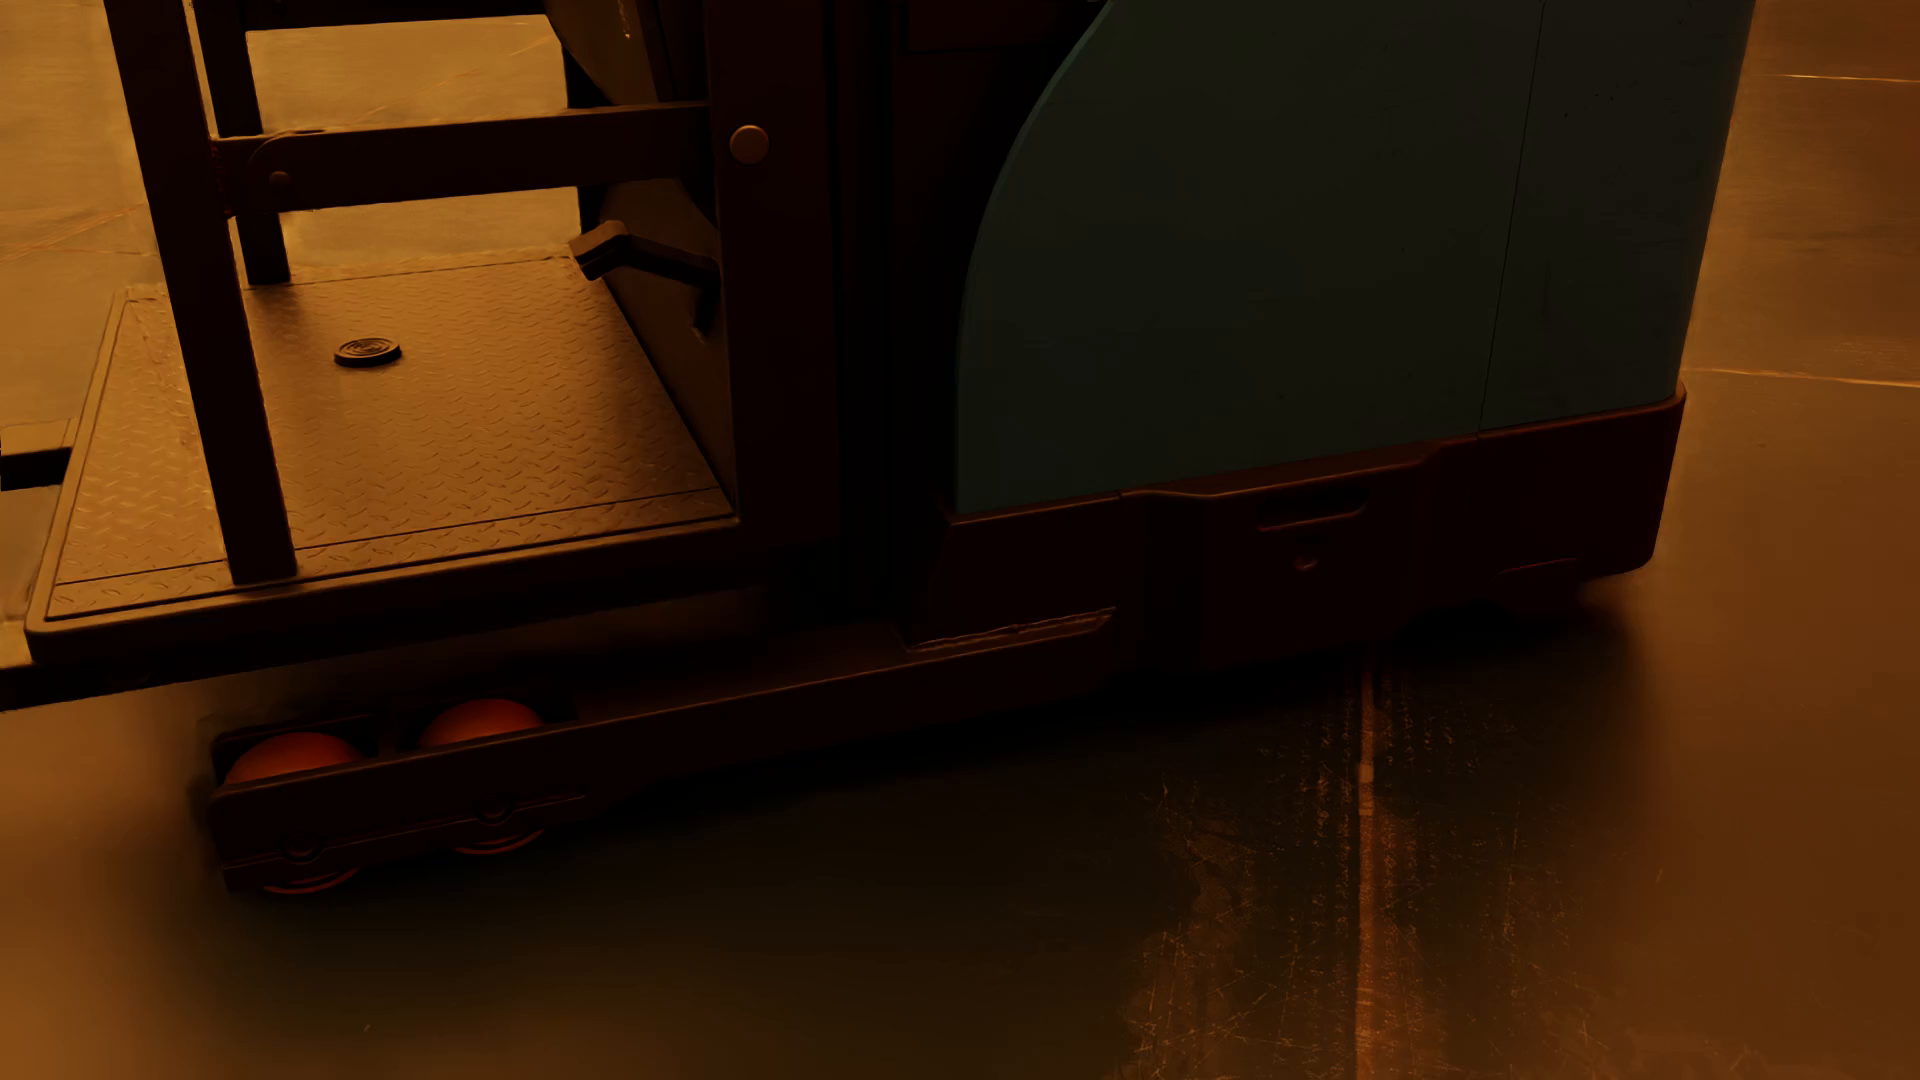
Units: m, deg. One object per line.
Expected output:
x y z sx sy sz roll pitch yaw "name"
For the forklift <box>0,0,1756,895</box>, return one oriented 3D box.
-0.604 -1.204 1.632 3.031 2.935 1.130 -9 28 -18 "forklift"
